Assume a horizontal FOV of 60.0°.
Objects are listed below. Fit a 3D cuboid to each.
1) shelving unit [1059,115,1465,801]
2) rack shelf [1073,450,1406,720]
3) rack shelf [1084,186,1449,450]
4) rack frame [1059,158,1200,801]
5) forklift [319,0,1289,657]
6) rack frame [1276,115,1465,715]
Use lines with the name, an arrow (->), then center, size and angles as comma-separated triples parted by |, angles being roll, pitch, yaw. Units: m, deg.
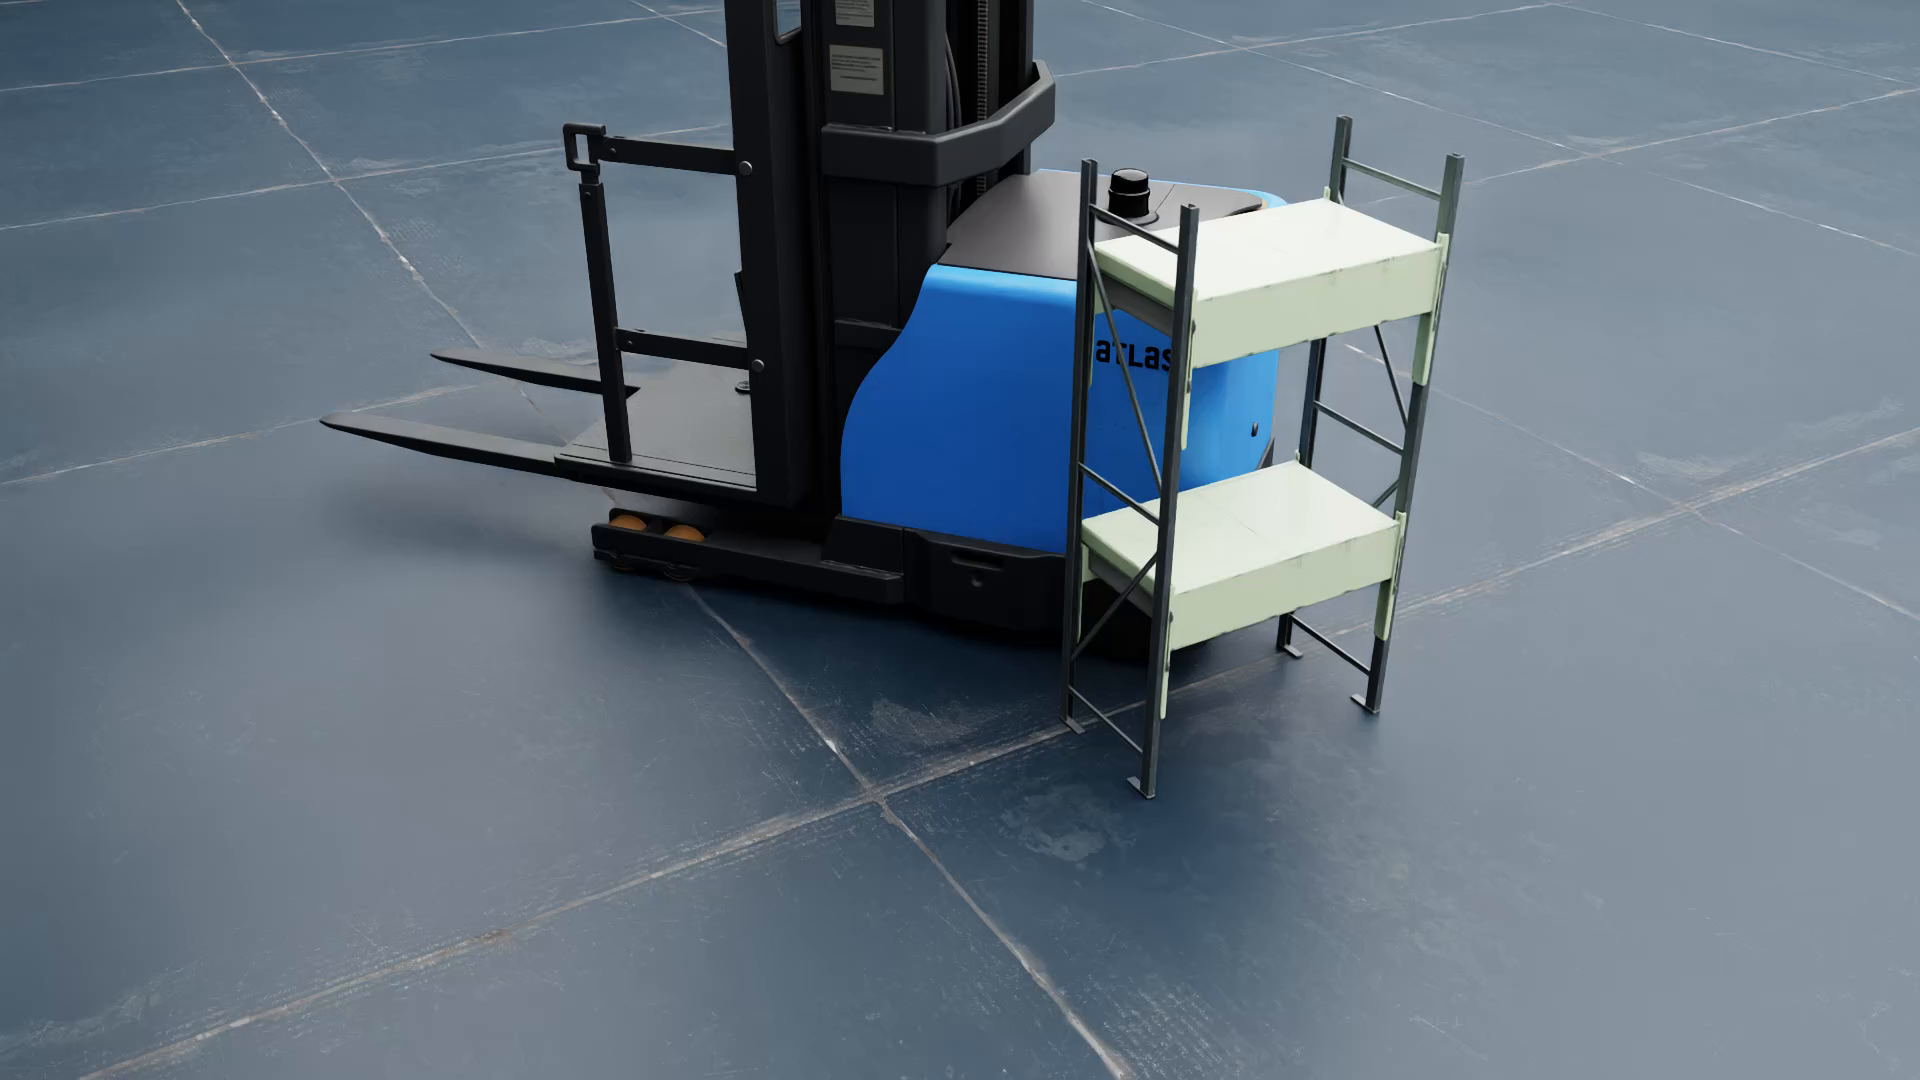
shelving unit -> 0.691, -0.190, 4.038 | 0.755, 1.500, 0.431 | -16, 33, -26
rack shelf -> 0.690, 0.095, 4.197 | 0.720, 0.370, 0.431 | -16, 33, -26
rack shelf -> 0.692, -0.530, 3.847 | 0.720, 0.370, 0.431 | -16, 33, -26
rack frame -> 0.374, -0.101, 3.878 | 0.023, 1.500, 0.400 | -16, 33, -26
forklift -> -0.588, -1.386, 4.728 | 3.031, 2.935, 1.130 | 10, 30, 17
rack frame -> 1.008, -0.278, 4.198 | 0.023, 1.500, 0.400 | -16, 33, -26
